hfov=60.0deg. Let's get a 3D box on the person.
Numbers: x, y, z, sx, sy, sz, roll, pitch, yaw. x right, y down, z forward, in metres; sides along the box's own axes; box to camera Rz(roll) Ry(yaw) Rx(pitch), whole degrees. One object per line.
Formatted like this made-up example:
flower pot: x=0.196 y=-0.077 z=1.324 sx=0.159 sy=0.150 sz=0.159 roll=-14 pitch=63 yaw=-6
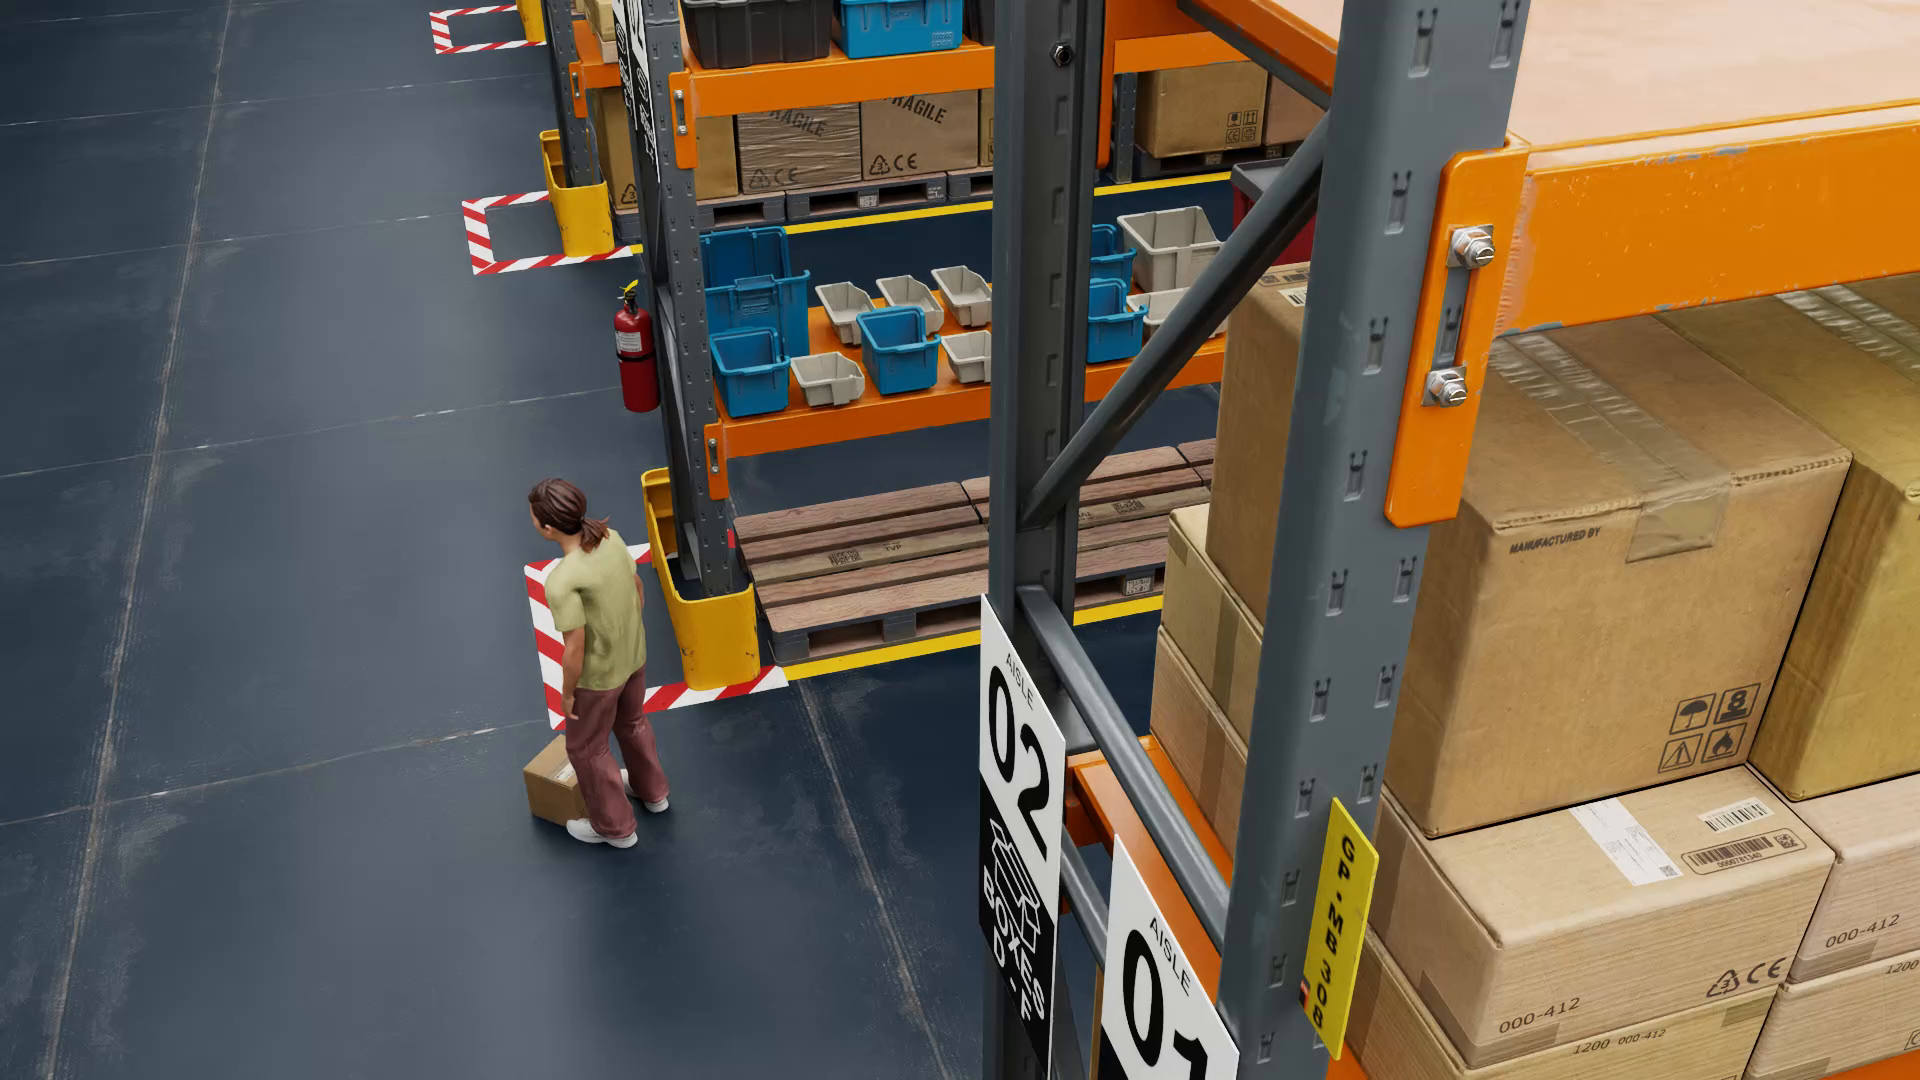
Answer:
person: x=-1.401 y=0.482 z=6.431 sx=0.364 sy=1.671 sz=0.509 roll=14 pitch=37 yaw=20
